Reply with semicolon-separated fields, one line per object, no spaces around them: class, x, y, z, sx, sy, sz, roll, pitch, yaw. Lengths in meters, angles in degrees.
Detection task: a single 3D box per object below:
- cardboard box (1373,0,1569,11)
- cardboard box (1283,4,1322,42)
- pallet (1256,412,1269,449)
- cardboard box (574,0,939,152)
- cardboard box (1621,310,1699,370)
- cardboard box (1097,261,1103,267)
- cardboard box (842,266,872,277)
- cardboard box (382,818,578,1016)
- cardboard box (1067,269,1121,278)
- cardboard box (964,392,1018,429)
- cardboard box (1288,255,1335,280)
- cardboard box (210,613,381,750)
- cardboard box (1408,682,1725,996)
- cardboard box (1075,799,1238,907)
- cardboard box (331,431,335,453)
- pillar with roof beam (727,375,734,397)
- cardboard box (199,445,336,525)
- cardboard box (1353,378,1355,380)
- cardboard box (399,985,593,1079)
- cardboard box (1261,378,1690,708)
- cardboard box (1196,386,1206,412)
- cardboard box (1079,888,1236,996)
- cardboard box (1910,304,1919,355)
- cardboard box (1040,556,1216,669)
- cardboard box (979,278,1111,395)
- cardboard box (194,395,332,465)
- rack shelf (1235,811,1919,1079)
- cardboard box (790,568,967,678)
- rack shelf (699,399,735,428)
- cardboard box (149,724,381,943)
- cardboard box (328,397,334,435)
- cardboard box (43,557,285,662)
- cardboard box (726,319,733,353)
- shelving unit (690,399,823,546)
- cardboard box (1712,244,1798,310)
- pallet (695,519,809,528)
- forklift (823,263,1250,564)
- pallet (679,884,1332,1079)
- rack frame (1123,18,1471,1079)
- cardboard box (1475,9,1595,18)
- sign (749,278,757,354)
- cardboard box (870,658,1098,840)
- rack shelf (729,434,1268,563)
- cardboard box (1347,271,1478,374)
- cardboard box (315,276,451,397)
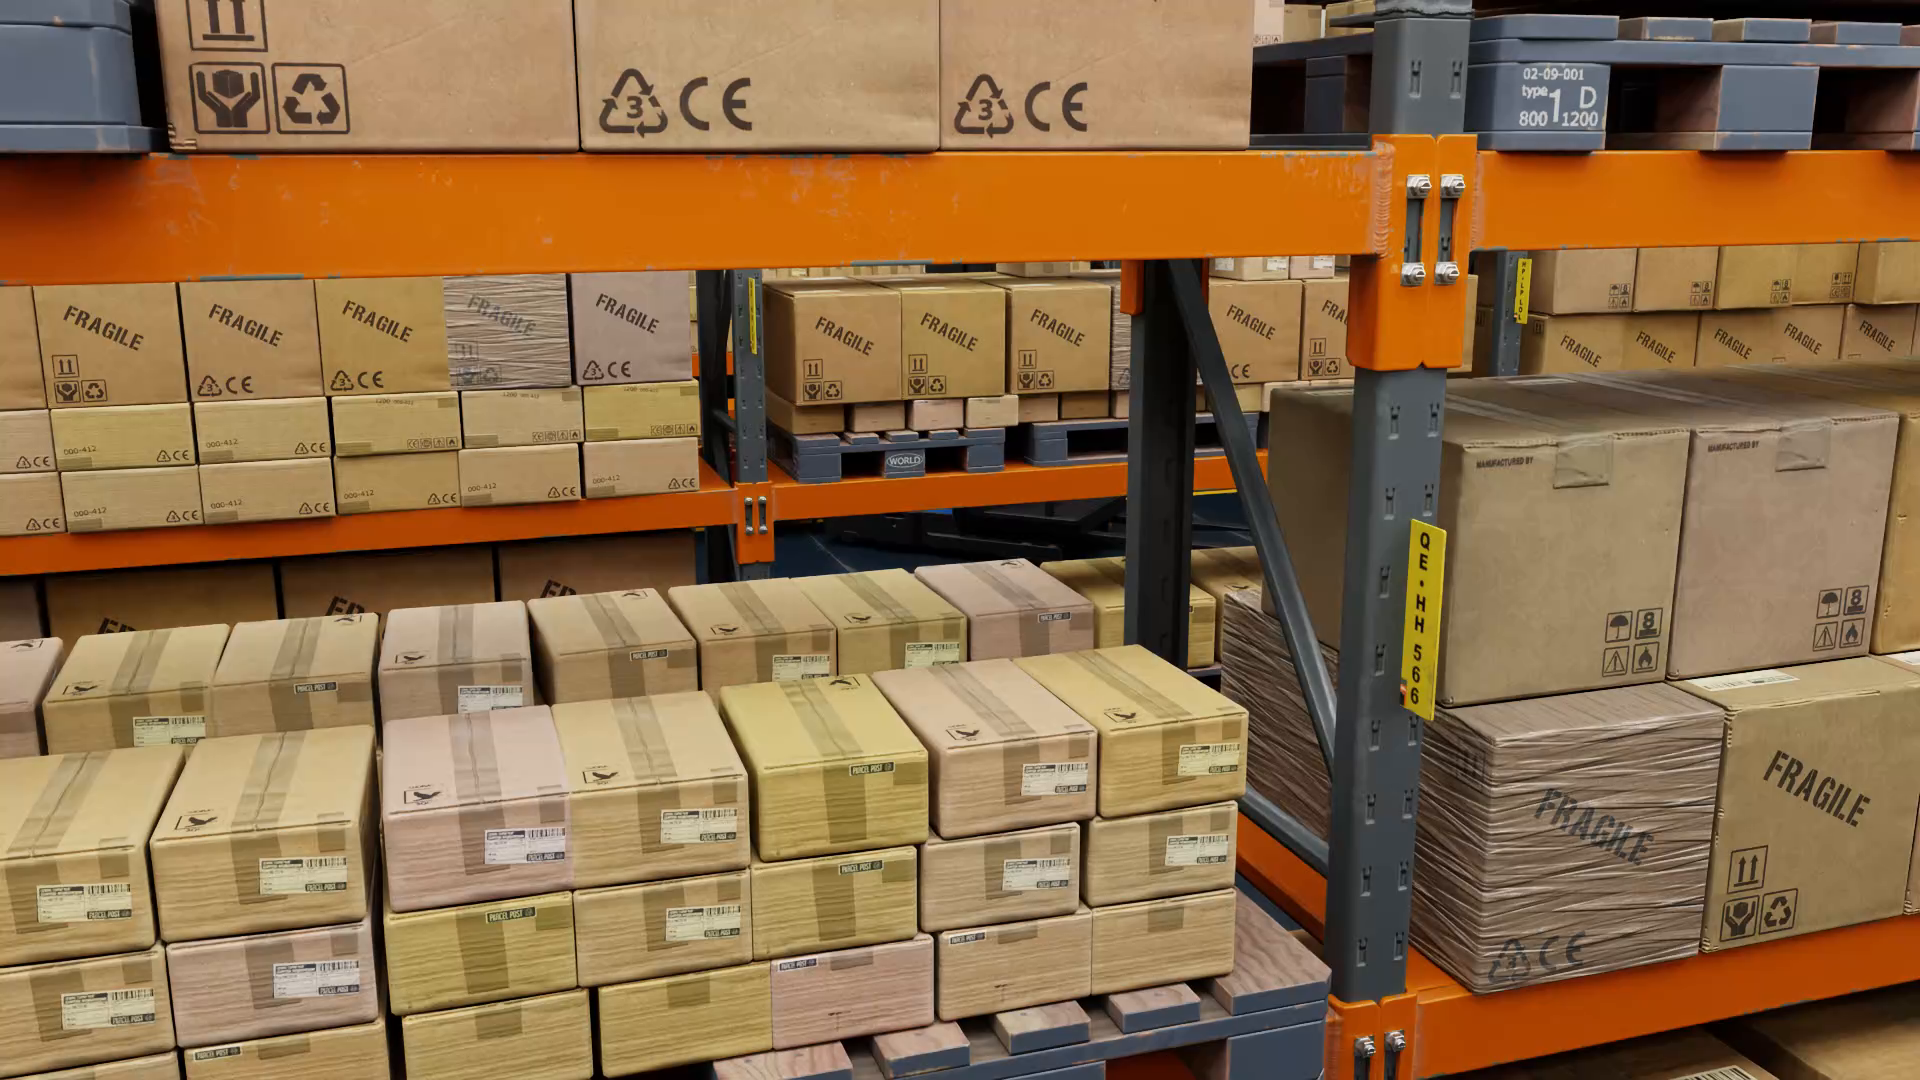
cardboard box;0.954;-1.040;2.971;0.250;0.149;0.380;-5;14;-20
cardboard box;1.552;-2.674;8.755;0.500;0.250;0.500;-5;14;-19
pallet;1.932;-0.716;9.086;1.213;0.211;1.003;-4;14;-18
cardboard box;-0.344;-0.831;2.455;0.500;0.500;0.500;-4;14;-18
cardboard box;3.677;-1.041;9.177;0.500;0.500;0.500;-5;14;-18
cardboard box;1.339;-2.367;13.992;0.250;0.149;0.380;-5;14;-18
cardboard box;-0.843;-2.088;12.822;0.250;0.149;0.380;-4;14;-18
cardboard box;-0.712;0.525;2.445;0.250;0.149;0.380;-5;14;-18
cardboard box;0.736;-1.149;8.725;0.500;0.500;0.500;-5;14;-20
cardboard box;0.099;-0.643;8.001;0.250;0.149;0.380;-4;14;-18
cardboard box;1.688;-1.410;8.420;0.250;0.149;0.380;-5;14;-20
cardboard box;-1.159;0.257;2.930;0.250;0.149;0.380;-4;14;-16
cardboard box;1.098;0.517;3.272;0.500;0.500;0.500;-4;14;-17
cardboard box;0.263;0.449;2.766;0.250;0.149;0.380;-4;14;-17
cardboard box;-3.079;-0.368;7.534;0.500;0.250;0.500;-4;14;-18
pillar with roof beam;-0.354;-3.895;9.073;0.400;9.000;9.100;-4;14;-18
cardboard box;-2.921;-0.253;7.048;0.500;0.250;0.500;-5;14;-19
cardboard box;2.048;-0.802;8.667;0.250;0.149;0.380;-5;14;-20
cardboard box;-0.706;0.669;2.482;0.250;0.149;0.380;-5;14;-21
cardboard box;1.015;-0.027;3.396;0.500;0.500;0.700;-5;14;-18
cardboard box;1.049;-0.748;8.443;0.250;0.149;0.380;-5;14;-20
cardboard box;0.265;0.595;2.796;0.250;0.149;0.380;-4;14;-17
cardboard box;5.591;-1.186;9.788;0.500;0.500;0.500;-4;14;-18
cardboard box;0.868;0.385;8.814;0.625;0.372;0.950;-4;14;-16
cardboard box;0.405;-1.000;8.096;0.500;0.500;0.500;-4;14;-17
cardboard box;-2.922;-0.498;6.999;0.500;0.250;0.500;-5;14;-20
rack shelf;2.482;0.742;4.097;4.000;0.370;1.077;-4;14;-18
cardboard box;-0.167;0.180;3.254;0.250;0.149;0.380;-5;14;-20
rack shelf;-1.519;-0.884;12.163;1.000;0.278;0.538;-5;14;-19
cardboard box;-0.958;0.400;2.330;0.250;0.149;0.380;-4;14;-15
cardboard box;-3.099;-0.619;7.508;0.500;0.250;0.500;-4;14;-17
cardboard box;-3.464;0.454;7.435;0.875;0.875;0.875;-4;14;-16
cardboard box;-1.698;-1.569;12.582;0.500;0.250;0.500;-5;14;-19
shelving unit;-1.519;-0.599;12.231;1.048;1.125;0.538;-5;14;-19
cardboard box;4.165;-1.563;9.211;0.500;0.500;0.700;-5;14;-19
pallet;-1.882;-0.323;13.043;1.213;0.211;1.003;-4;14;-18
forklift;0.571;-1.365;11.549;3.031;2.935;1.130;6;15;24
pallet;-0.055;0.709;3.096;1.003;0.211;1.213;-4;14;-18
rack frame;0.586;0.539;3.393;0.127;3.000;1.000;-4;14;-18
cardboard box;1.084;-1.152;3.401;0.250;0.166;0.380;-4;14;-18
sign;-0.908;-0.981;7.281;0.005;0.325;0.100;-4;14;-18
cardboard box;0.029;0.323;2.654;0.250;0.149;0.380;-5;14;-19
rack shelf;0.807;-0.336;8.629;4.000;0.370;1.077;-4;14;-18
cardboard box;2.338;-1.147;8.717;0.500;0.500;0.500;-5;14;-19
cardboard box;-2.451;-0.903;7.082;0.500;0.500;0.500;-4;14;-18
